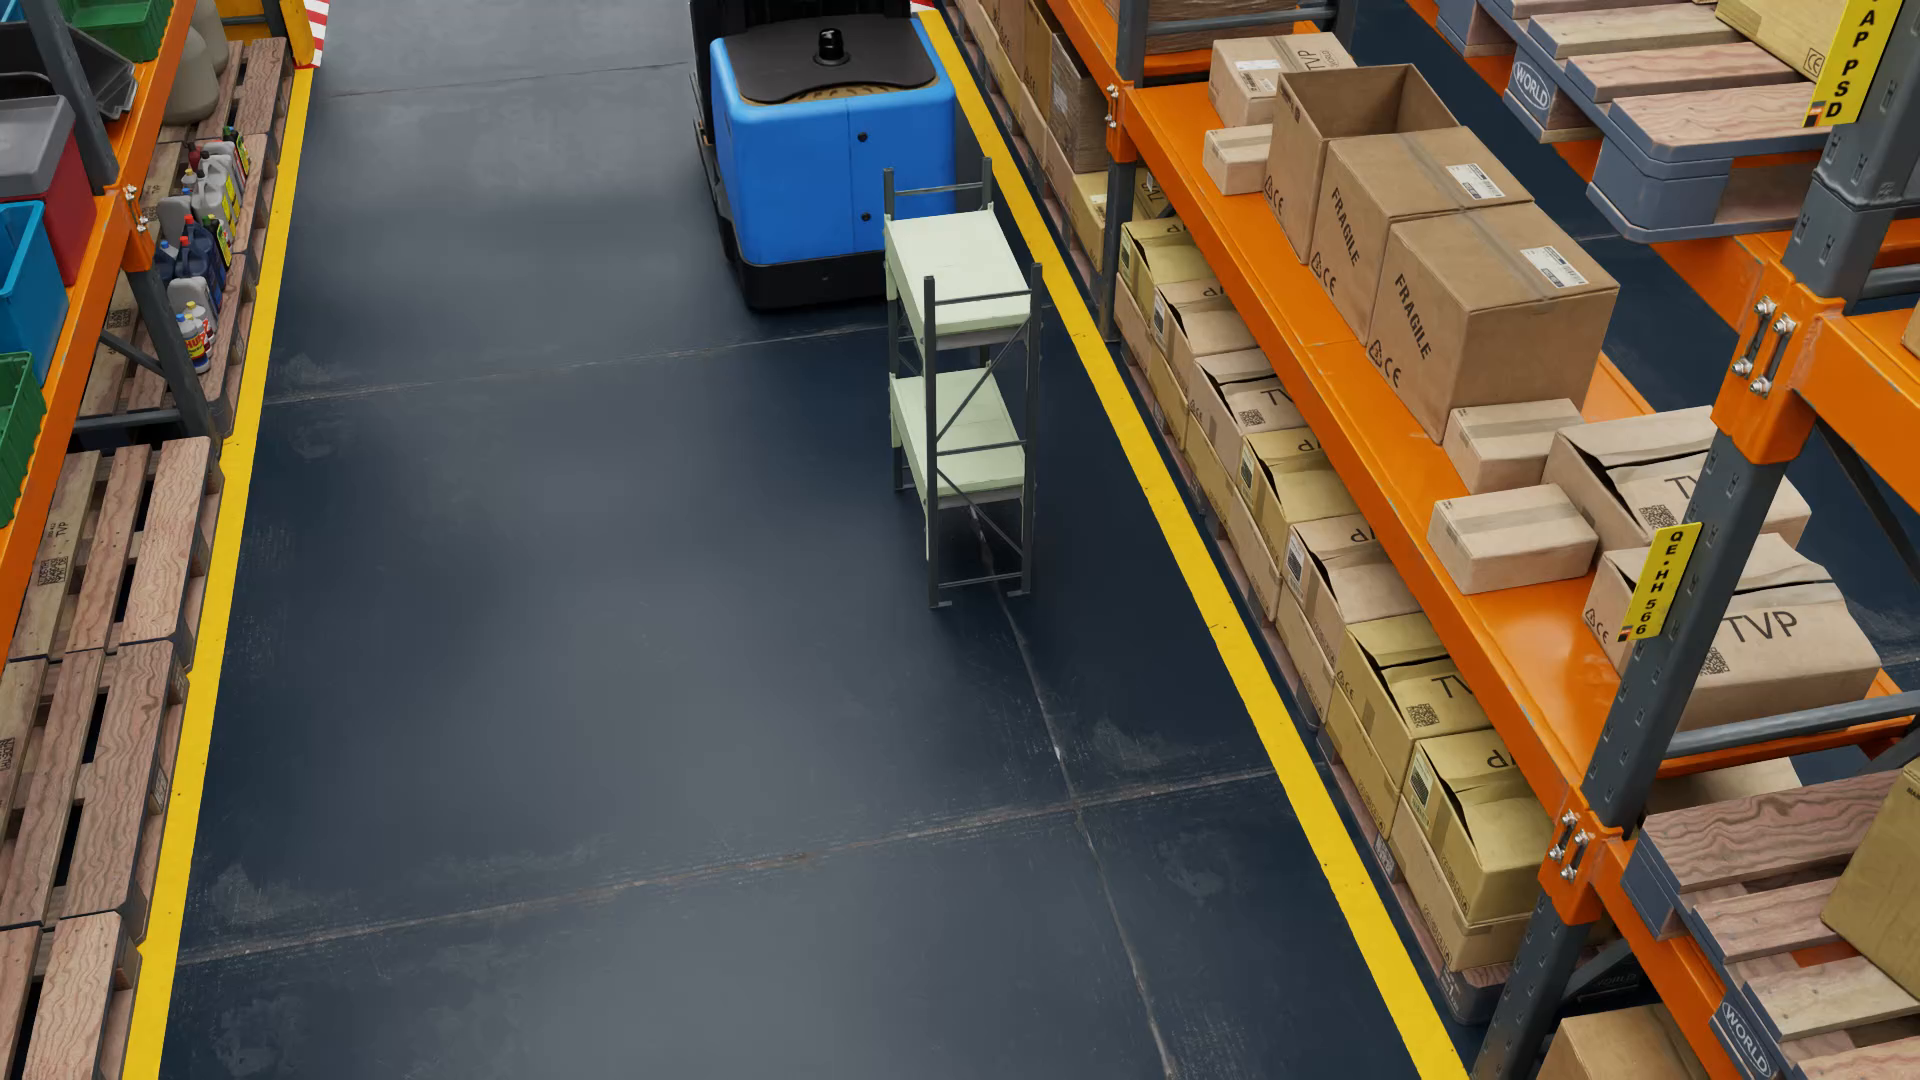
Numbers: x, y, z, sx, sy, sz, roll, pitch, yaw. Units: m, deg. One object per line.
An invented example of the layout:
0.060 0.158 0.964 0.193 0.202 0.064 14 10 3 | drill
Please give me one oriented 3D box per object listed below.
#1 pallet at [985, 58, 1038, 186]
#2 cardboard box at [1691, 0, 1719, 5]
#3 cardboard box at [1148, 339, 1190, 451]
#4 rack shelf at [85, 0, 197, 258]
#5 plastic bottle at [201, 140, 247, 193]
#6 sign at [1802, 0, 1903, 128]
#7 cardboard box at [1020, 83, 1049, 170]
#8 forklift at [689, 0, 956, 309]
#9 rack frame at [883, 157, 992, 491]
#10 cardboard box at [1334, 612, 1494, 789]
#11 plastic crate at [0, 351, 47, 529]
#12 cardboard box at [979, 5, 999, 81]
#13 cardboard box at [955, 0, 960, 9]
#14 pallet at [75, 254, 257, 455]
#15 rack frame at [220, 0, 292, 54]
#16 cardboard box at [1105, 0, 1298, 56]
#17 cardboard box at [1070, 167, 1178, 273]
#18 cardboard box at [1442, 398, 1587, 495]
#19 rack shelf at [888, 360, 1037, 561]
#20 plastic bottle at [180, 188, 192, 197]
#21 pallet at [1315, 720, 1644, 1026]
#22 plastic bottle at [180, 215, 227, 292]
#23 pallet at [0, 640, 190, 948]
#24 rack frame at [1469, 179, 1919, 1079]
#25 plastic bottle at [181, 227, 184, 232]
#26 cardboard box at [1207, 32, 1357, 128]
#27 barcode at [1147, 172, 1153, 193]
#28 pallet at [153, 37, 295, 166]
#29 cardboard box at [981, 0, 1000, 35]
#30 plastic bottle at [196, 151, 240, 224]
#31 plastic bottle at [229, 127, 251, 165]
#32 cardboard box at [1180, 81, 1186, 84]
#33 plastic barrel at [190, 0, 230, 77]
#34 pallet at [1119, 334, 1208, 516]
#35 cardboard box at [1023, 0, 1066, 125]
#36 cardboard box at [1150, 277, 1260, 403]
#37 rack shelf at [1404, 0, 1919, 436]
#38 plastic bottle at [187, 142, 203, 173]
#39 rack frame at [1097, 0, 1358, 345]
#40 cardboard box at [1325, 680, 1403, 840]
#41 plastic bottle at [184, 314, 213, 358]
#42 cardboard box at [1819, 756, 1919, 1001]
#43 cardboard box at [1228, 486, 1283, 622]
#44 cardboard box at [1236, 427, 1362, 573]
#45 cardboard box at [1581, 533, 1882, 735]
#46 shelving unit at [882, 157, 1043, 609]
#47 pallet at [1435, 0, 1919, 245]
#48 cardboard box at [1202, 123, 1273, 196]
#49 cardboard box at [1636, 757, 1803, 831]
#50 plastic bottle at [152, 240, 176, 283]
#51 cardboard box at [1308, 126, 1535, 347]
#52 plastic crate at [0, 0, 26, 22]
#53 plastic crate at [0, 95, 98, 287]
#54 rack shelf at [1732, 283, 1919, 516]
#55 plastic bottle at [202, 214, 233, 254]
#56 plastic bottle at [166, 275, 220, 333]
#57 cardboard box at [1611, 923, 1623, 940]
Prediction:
0.755 -2.420 9.317 1.003 0.211 1.213 -8 42 -9 | pallet
1.733 -1.402 3.607 0.500 0.250 0.500 -7 42 -8 | cardboard box
1.107 -0.649 6.976 0.500 0.250 0.500 -7 42 -8 | cardboard box
-4.116 -2.469 7.813 1.077 0.370 4.000 -8 42 -9 | rack shelf
-3.696 -1.885 8.334 0.152 0.276 0.135 -8 42 -9 | plastic bottle
1.473 -0.826 2.713 0.100 0.325 0.005 -8 42 -9 | sign
0.619 -2.194 8.717 0.500 0.250 0.500 -8 42 -9 | cardboard box
-0.844 -3.178 8.122 1.130 2.935 3.031 -9 42 -10 | forklift
-0.080 -0.802 6.524 0.400 1.500 0.023 -8 42 -9 | rack frame
1.544 0.466 5.298 0.500 0.311 0.500 -9 42 -10 | cardboard box
-3.033 -0.274 4.958 0.450 0.188 0.662 -8 42 -9 | plastic crate
0.407 -2.843 9.448 0.500 0.250 0.500 -8 42 -9 | cardboard box
0.188 -3.491 10.178 0.500 0.250 0.500 -8 42 -9 | cardboard box
-3.789 -0.840 7.537 1.003 0.211 1.213 -8 42 -9 | pallet
-4.548 -4.034 9.035 1.000 3.000 0.127 -8 42 -9 | rack frame
1.051 -2.473 7.201 0.700 0.500 0.500 -9 42 -10 | cardboard box
0.839 -1.547 7.988 0.500 0.250 0.500 -8 42 -9 | cardboard box
1.686 -0.280 4.996 0.380 0.149 0.250 -5 42 -6 | cardboard box
-0.001 -0.321 6.473 0.431 0.370 0.720 -8 42 -9 | rack shelf
-3.735 -1.615 8.086 0.097 0.201 0.097 0 42 0 | plastic bottle
1.877 0.948 5.523 1.003 0.211 1.213 -8 42 -9 | pallet
-3.494 -1.320 7.642 0.144 0.351 0.185 -10 43 -11 | plastic bottle
-3.210 0.897 5.580 1.003 0.211 1.213 -8 42 -9 | pallet
2.016 0.444 3.990 1.000 3.000 0.127 -8 42 -9 | rack frame
-3.563 -1.381 7.769 0.097 0.271 0.097 0 42 0 | plastic bottle
1.302 -1.780 6.608 0.500 0.250 0.500 -6 42 -7 | cardboard box
0.801 -1.512 7.023 0.001 0.075 0.075 -8 42 -9 | barcode
-4.315 -2.421 9.319 1.003 0.211 1.213 -8 42 -9 | pallet
0.418 -3.125 9.201 0.500 0.500 0.500 -8 42 -9 | cardboard box
-3.626 -1.716 8.088 0.144 0.351 0.185 -7 42 -8 | plastic bottle
-3.723 -2.024 8.548 0.097 0.201 0.097 0 42 0 | plastic bottle
1.243 -2.226 8.188 0.500 0.500 0.500 -8 42 -9 | cardboard box
-4.331 -2.845 9.253 0.421 0.512 0.421 0 42 0 | plastic barrel
1.350 -0.634 7.305 1.003 0.211 1.213 -8 42 -9 | pallet
0.631 -2.476 8.470 0.500 0.500 0.500 -8 42 -9 | cardboard box
1.102 -0.858 6.790 0.500 0.311 0.500 -9 42 -10 | cardboard box
1.585 -1.705 4.694 1.077 0.370 4.000 -8 42 -9 | rack shelf
-3.800 -1.872 8.314 0.061 0.283 0.133 -8 42 -9 | plastic bottle
1.153 -2.149 6.911 1.000 3.000 0.127 -8 42 -9 | rack frame
1.550 0.676 5.484 0.500 0.250 0.500 -9 42 -10 | cardboard box
-3.347 -0.895 7.275 0.097 0.201 0.097 0 42 0 | plastic bottle
2.262 0.642 3.376 0.700 0.500 0.500 -22 46 -23 | cardboard box
1.330 0.016 6.227 0.500 0.250 0.500 -8 42 -8 | cardboard box
1.332 -0.187 6.034 0.500 0.311 0.500 -7 42 -8 | cardboard box
1.980 0.235 4.292 0.500 0.311 0.500 -6 42 -7 | cardboard box
-0.001 -0.565 6.257 0.431 1.500 0.755 -8 42 -9 | shelving unit
1.782 -1.034 3.538 1.213 0.211 1.003 -7 42 -7 | pallet
1.144 -1.451 6.314 0.380 0.149 0.250 -8 42 -9 | cardboard box
2.190 0.724 5.007 0.500 0.311 0.500 -7 42 -8 | cardboard box
-3.594 -1.177 7.481 0.144 0.351 0.185 -8 42 -9 | plastic bottle
1.525 -1.020 5.564 0.500 0.500 0.500 -8 42 -9 | cardboard box
-4.189 -2.064 6.928 0.499 0.251 0.616 -8 42 -9 | plastic crate
-3.281 -1.195 5.789 0.402 0.464 0.583 -8 42 -9 | plastic crate
2.448 0.888 1.773 1.077 0.370 4.000 -8 42 -9 | rack shelf
-3.533 -1.451 7.902 0.097 0.201 0.097 0 42 0 | plastic bottle
-3.422 -1.062 7.407 0.152 0.276 0.135 -7 42 -8 | plastic bottle
2.190 0.934 5.193 0.500 0.250 0.500 -8 42 -9 | cardboard box
